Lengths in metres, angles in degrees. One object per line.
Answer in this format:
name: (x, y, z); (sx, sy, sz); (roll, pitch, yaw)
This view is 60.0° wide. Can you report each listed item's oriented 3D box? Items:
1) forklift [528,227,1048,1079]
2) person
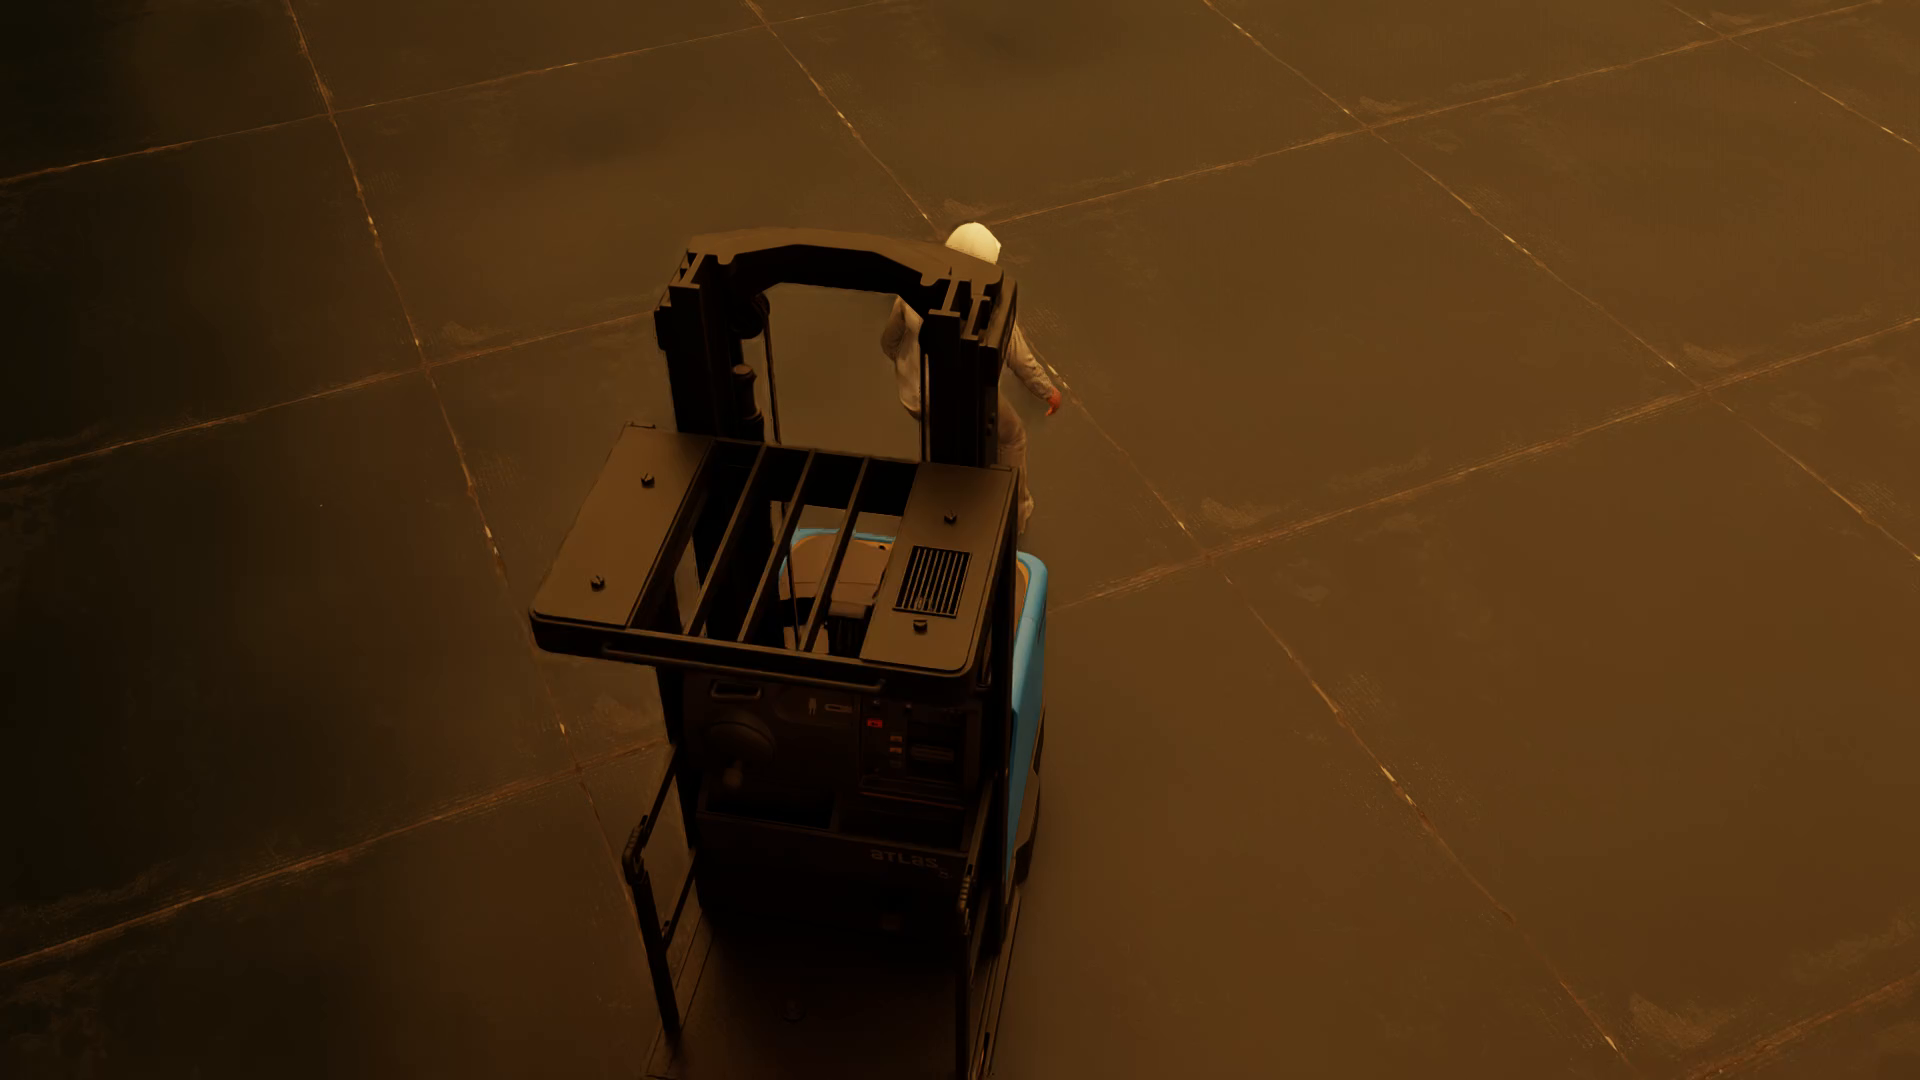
forklift: (-0.431, 0.696, 4.935); (1.130, 2.935, 3.031); (7, 43, 8)
person: (0.049, -0.707, 7.358); (0.795, 1.686, 0.506); (12, 44, 13)
